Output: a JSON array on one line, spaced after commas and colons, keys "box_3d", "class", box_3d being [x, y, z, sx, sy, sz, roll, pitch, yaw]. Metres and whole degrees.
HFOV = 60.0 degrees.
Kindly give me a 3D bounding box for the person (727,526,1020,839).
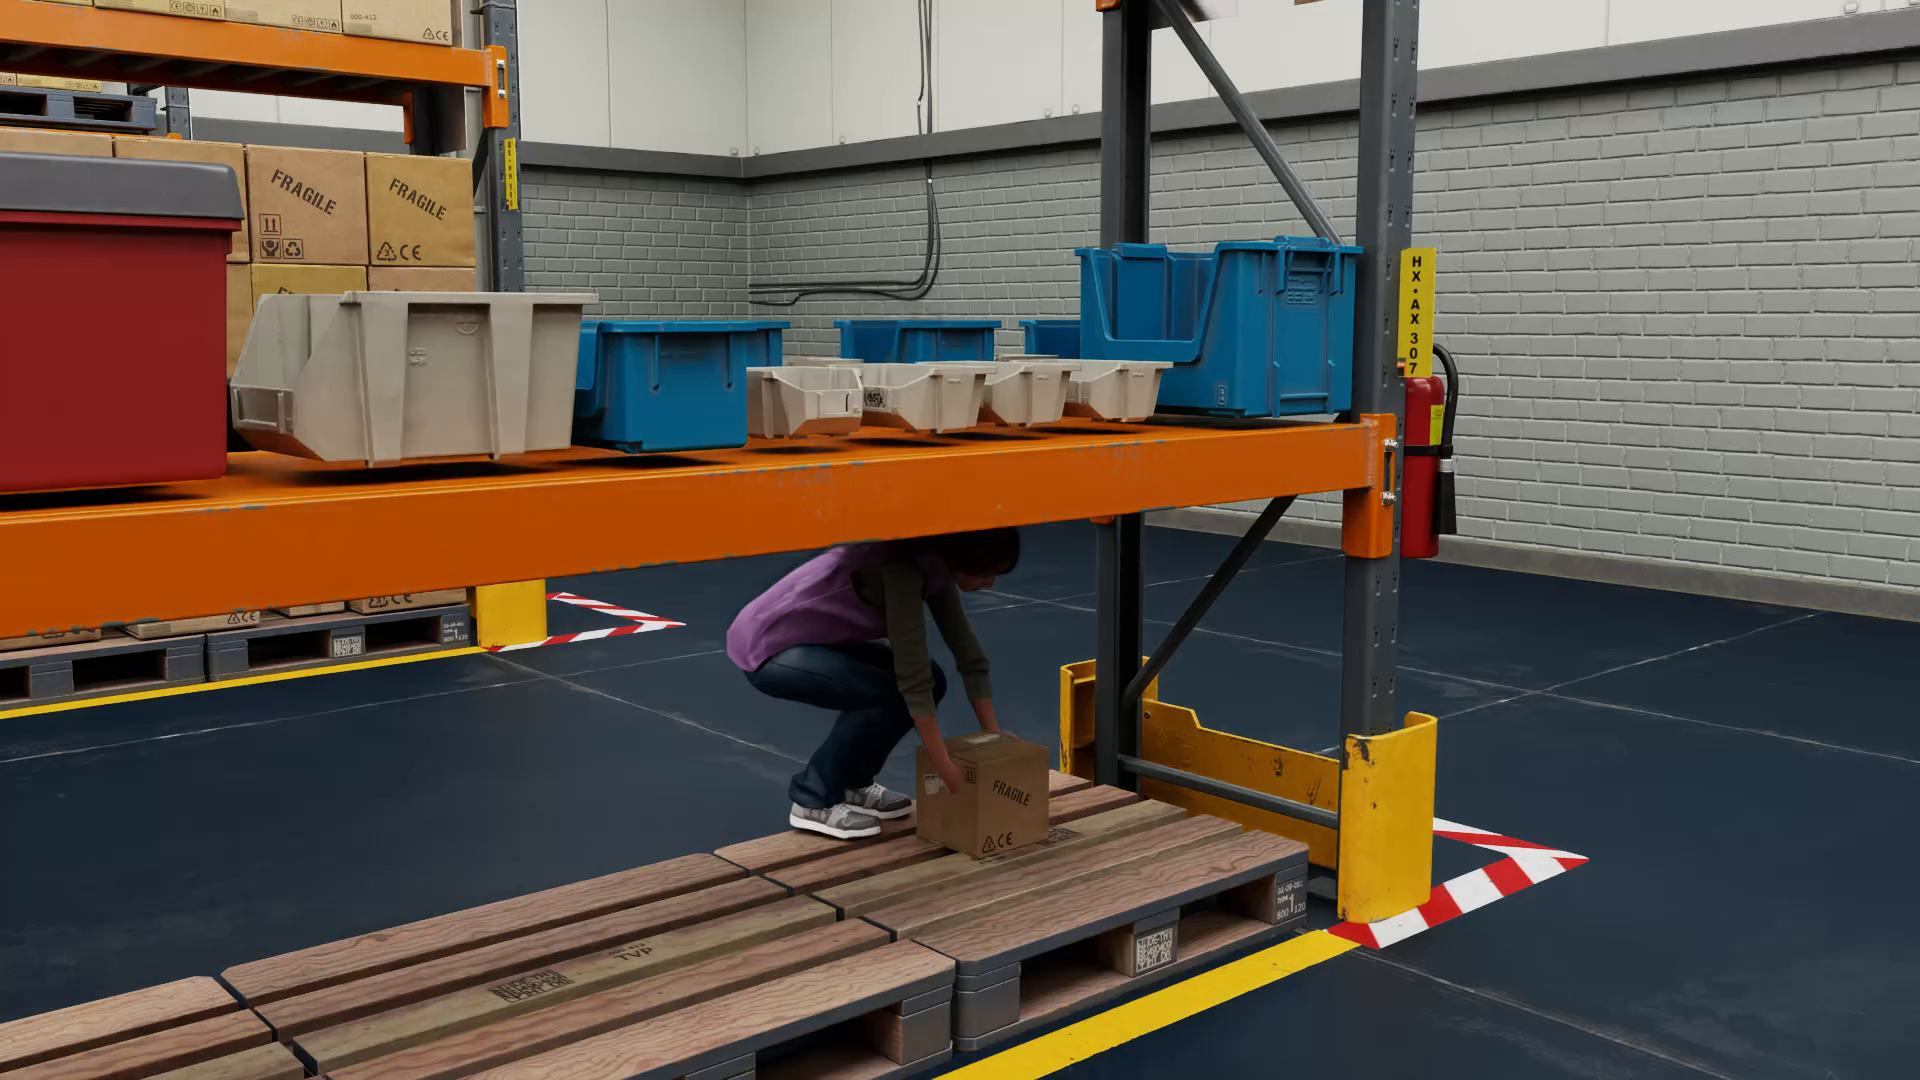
[{"box_3d": [-0.230, 0.337, 4.455, 0.792, 0.880, 0.442, 3, 8, 21], "class": "person"}]
